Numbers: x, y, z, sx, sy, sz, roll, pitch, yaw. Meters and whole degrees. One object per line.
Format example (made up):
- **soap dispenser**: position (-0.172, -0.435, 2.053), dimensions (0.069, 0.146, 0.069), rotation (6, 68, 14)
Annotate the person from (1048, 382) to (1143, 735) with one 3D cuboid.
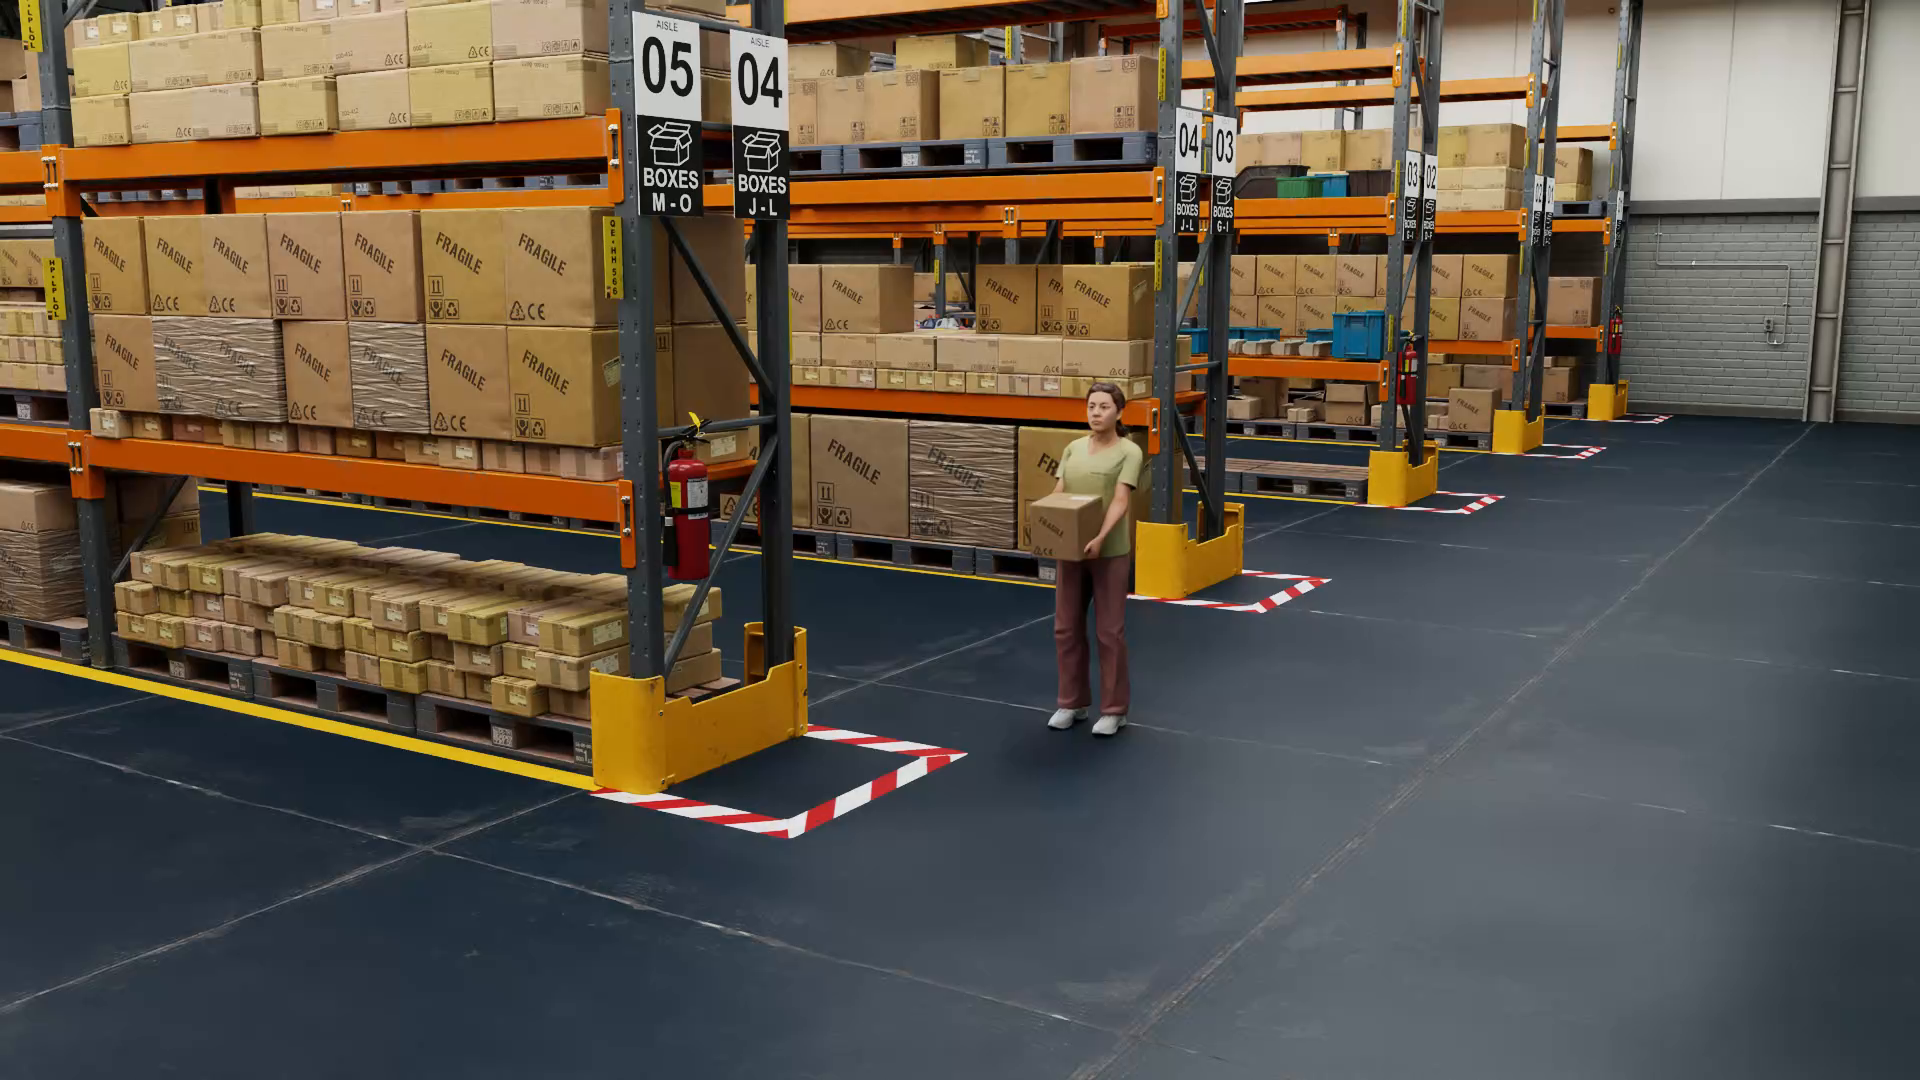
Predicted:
- **person**: position (0.607, 0.091, 7.885), dimensions (0.423, 1.665, 0.556), rotation (6, 11, 32)
